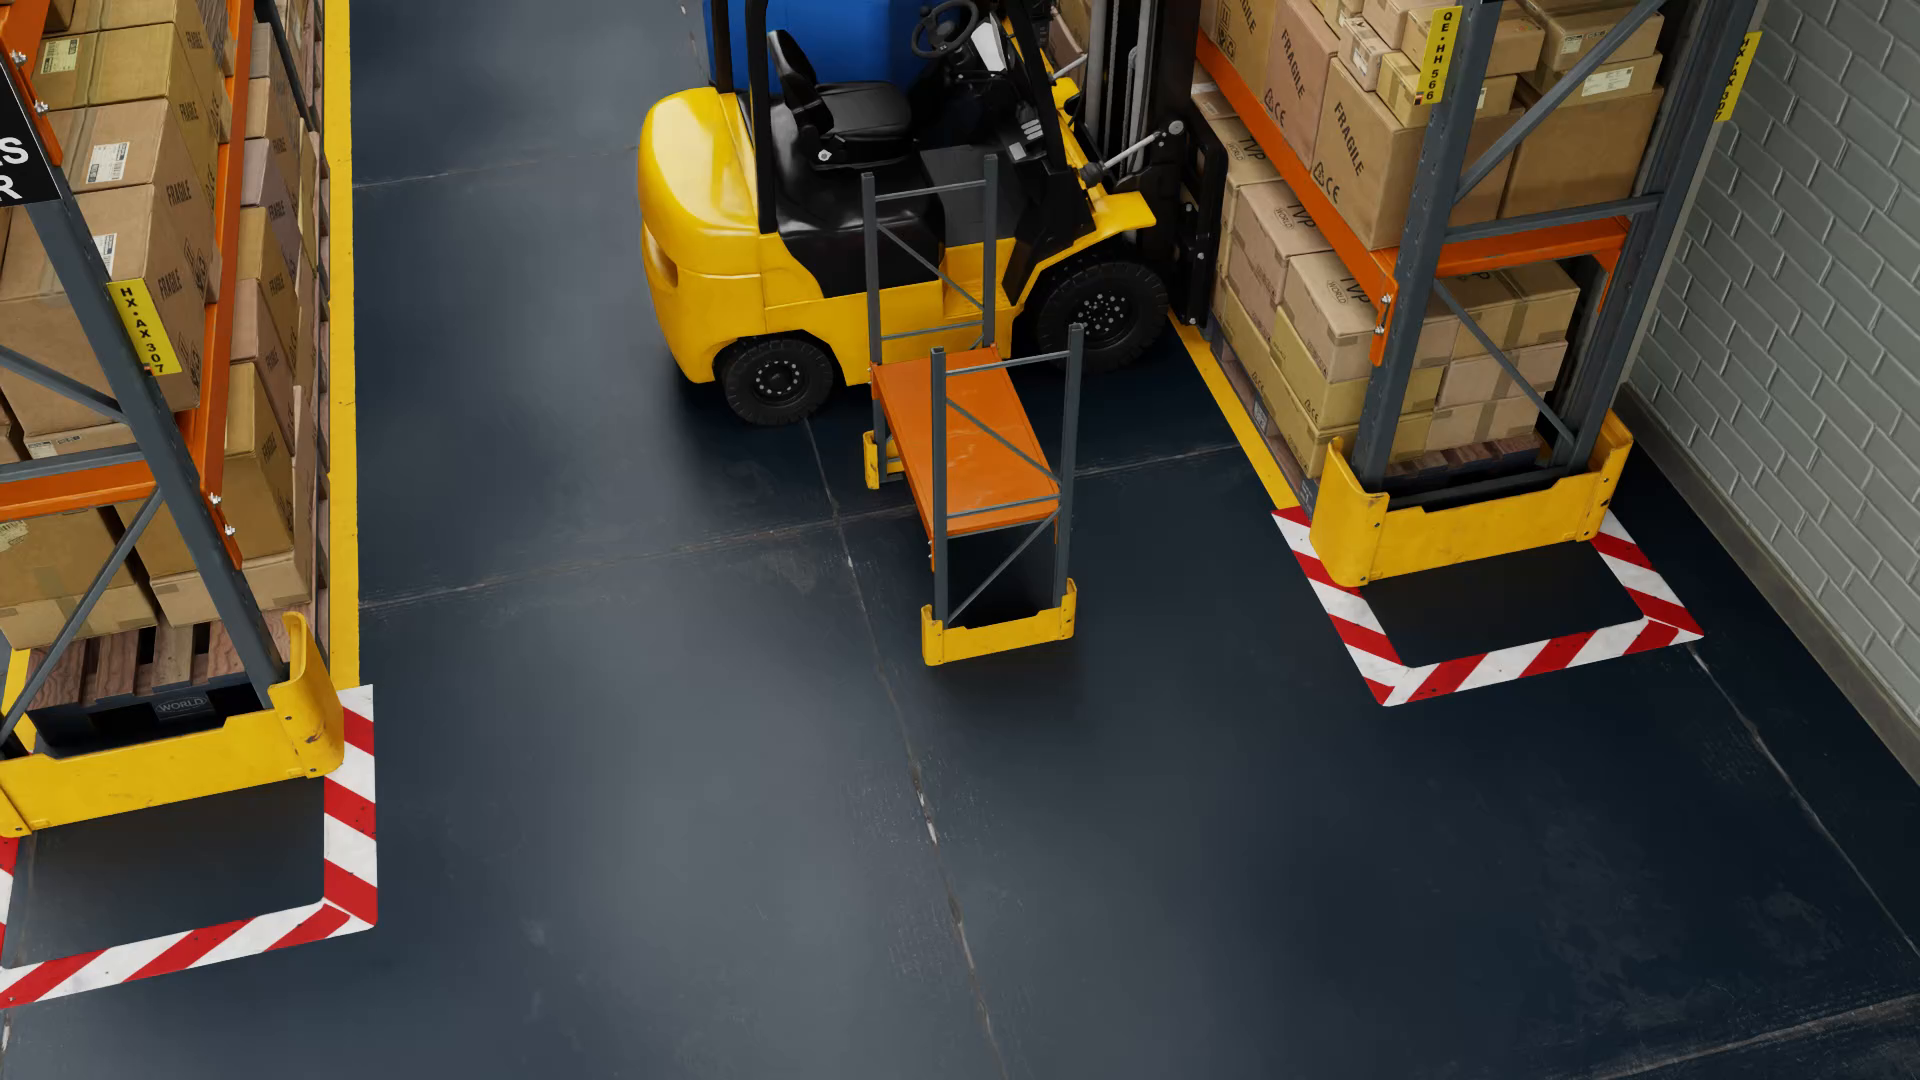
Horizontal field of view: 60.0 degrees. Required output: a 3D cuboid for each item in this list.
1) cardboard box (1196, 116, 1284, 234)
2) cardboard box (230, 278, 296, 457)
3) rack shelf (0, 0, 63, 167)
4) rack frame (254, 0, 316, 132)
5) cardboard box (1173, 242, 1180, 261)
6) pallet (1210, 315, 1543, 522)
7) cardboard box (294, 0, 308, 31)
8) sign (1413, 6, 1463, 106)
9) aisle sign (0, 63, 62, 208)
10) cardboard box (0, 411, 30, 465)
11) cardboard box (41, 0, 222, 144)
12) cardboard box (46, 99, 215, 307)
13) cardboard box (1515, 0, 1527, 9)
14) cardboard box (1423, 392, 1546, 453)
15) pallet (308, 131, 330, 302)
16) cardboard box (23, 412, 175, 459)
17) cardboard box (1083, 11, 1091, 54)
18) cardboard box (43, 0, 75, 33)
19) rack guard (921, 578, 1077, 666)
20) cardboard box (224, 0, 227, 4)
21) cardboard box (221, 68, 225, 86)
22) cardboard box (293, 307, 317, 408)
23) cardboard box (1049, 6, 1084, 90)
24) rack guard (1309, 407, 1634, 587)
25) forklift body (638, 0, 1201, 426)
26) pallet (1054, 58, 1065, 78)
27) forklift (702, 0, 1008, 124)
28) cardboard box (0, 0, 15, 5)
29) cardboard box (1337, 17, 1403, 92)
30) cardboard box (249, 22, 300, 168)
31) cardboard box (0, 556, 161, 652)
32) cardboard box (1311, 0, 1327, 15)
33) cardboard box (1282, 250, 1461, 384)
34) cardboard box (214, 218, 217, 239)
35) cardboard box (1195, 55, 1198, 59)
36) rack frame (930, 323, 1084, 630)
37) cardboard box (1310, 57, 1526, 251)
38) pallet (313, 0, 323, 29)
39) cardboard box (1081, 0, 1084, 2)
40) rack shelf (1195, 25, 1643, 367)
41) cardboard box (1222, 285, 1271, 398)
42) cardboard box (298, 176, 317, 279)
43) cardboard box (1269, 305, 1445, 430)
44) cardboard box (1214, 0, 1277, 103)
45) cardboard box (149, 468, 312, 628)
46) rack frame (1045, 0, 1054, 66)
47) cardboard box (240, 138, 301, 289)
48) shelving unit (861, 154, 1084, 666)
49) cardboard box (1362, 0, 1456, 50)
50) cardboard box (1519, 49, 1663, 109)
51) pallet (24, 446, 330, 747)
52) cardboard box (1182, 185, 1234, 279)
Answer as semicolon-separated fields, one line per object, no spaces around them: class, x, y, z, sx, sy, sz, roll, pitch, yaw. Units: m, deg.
cardboard box;1.312;-1.588;7.137;0.500;0.250;0.500;-10;46;-10
cardboard box;-2.875;-0.615;6.359;0.500;0.500;0.500;-12;47;-12
rack shelf;-3.303;-2.363;5.369;1.077;0.370;4.000;-11;47;-10
rack frame;-3.815;-2.946;7.537;1.000;3.000;0.127;-11;47;-10
cardboard box;1.188;-1.592;7.841;0.500;0.250;0.500;-9;46;-9
pallet;1.770;-0.639;7.228;1.003;0.211;1.213;-11;47;-10
cardboard box;-4.139;-3.030;9.166;0.950;0.372;0.625;-8;46;-8
sign;1.478;-1.493;5.136;0.100;0.325;0.005;-11;47;-10
aisle sign;-2.476;-1.108;3.915;0.394;0.787;0.004;-11;47;-10
cardboard box;-3.094;-0.315;5.135;0.380;0.149;0.250;-9;46;-9
cardboard box;-3.050;-1.759;6.096;0.500;0.500;0.500;-12;47;-11
cardboard box;-2.780;-1.058;5.408;0.500;0.500;0.500;-9;46;-9
cardboard box;2.119;-1.926;5.805;0.380;0.149;0.250;-9;46;-9
cardboard box;2.070;-0.654;6.922;0.500;0.250;0.500;-11;47;-10
pallet;-3.609;-1.513;8.085;1.003;0.211;1.213;-11;47;-10
cardboard box;-2.678;-0.369;5.187;0.380;0.149;0.250;-11;47;-10
cardboard box;0.939;-2.478;8.359;0.500;0.250;0.500;-11;47;-11
cardboard box;-3.479;-2.040;5.671;0.700;0.500;0.500;-11;47;-11
rack guard;0.147;0.309;6.272;0.587;0.250;0.087;-11;47;-10
cardboard box;-3.322;-2.470;6.792;0.500;0.500;0.500;-9;46;-9
cardboard box;-3.138;-1.809;6.598;0.380;0.149;0.250;-11;47;-11
cardboard box;-3.006;-0.704;6.971;0.500;0.250;0.500;-8;46;-8
cardboard box;0.786;-2.646;8.874;0.500;0.250;0.500;-10;46;-10
rack guard;2.012;-0.203;6.599;1.175;0.500;0.348;-11;47;-10
forklift body;-0.243;-1.773;6.982;2.313;2.155;1.214;-11;47;-10
pallet;1.145;-2.323;8.879;1.003;0.211;1.213;-11;47;-10
forklift;-0.312;-4.067;8.683;1.130;2.935;3.031;15;48;15
cardboard box;-2.562;-1.435;4.131;0.380;0.149;0.250;-11;47;-10
cardboard box;1.553;-1.716;5.807;0.380;0.149;0.250;-10;46;-10
cardboard box;-3.404;-2.034;7.749;0.500;0.500;0.500;-11;47;-11
cardboard box;-3.264;0.106;6.177;0.500;0.250;0.500;-11;47;-11
cardboard box;1.493;-2.079;6.163;0.380;0.149;0.250;-11;47;-11
cardboard box;1.587;-0.890;6.453;0.500;0.250;0.500;-9;46;-9
cardboard box;-2.865;-1.094;5.898;0.380;0.149;0.250;-10;46;-9
cardboard box;1.062;-2.303;7.838;0.500;0.250;0.500;-9;46;-9
rack frame;0.152;-0.115;5.813;0.500;1.500;0.032;-11;47;-10
cardboard box;1.626;-1.421;5.972;0.500;0.500;0.500;-12;47;-11
pallet;-4.332;-3.351;9.886;1.003;0.211;1.213;-11;47;-10
cardboard box;0.803;-2.999;8.520;0.500;0.250;0.500;-11;47;-11
rack shelf;1.494;-2.223;7.332;1.077;0.370;4.000;-11;47;-10
cardboard box;1.462;-0.891;7.154;0.500;0.250;0.500;-11;47;-10
cardboard box;-3.258;-1.406;7.658;0.500;0.250;0.500;-12;47;-11
cardboard box;1.579;-0.733;6.649;0.500;0.250;0.500;-11;47;-11
cardboard box;1.371;-2.135;6.672;0.500;0.500;0.500;-12;47;-11
cardboard box;-2.730;0.024;6.258;0.500;0.250;0.500;-11;47;-11
rack frame;0.982;-3.856;8.429;1.000;3.000;0.127;-11;47;-10
cardboard box;-3.141;-1.331;7.060;0.500;0.500;0.500;-8;46;-8
shelving unit;0.020;-0.472;6.163;0.587;1.500;1.083;-11;47;-10
cardboard box;1.618;-1.834;5.715;0.380;0.149;0.250;-11;47;-10
cardboard box;2.170;-1.638;5.731;0.380;0.149;0.250;-12;47;-11
pallet;-2.984;0.172;6.434;1.003;0.211;1.213;-11;47;-10
cardboard box;1.309;-1.434;7.336;0.500;0.250;0.500;-12;47;-11
